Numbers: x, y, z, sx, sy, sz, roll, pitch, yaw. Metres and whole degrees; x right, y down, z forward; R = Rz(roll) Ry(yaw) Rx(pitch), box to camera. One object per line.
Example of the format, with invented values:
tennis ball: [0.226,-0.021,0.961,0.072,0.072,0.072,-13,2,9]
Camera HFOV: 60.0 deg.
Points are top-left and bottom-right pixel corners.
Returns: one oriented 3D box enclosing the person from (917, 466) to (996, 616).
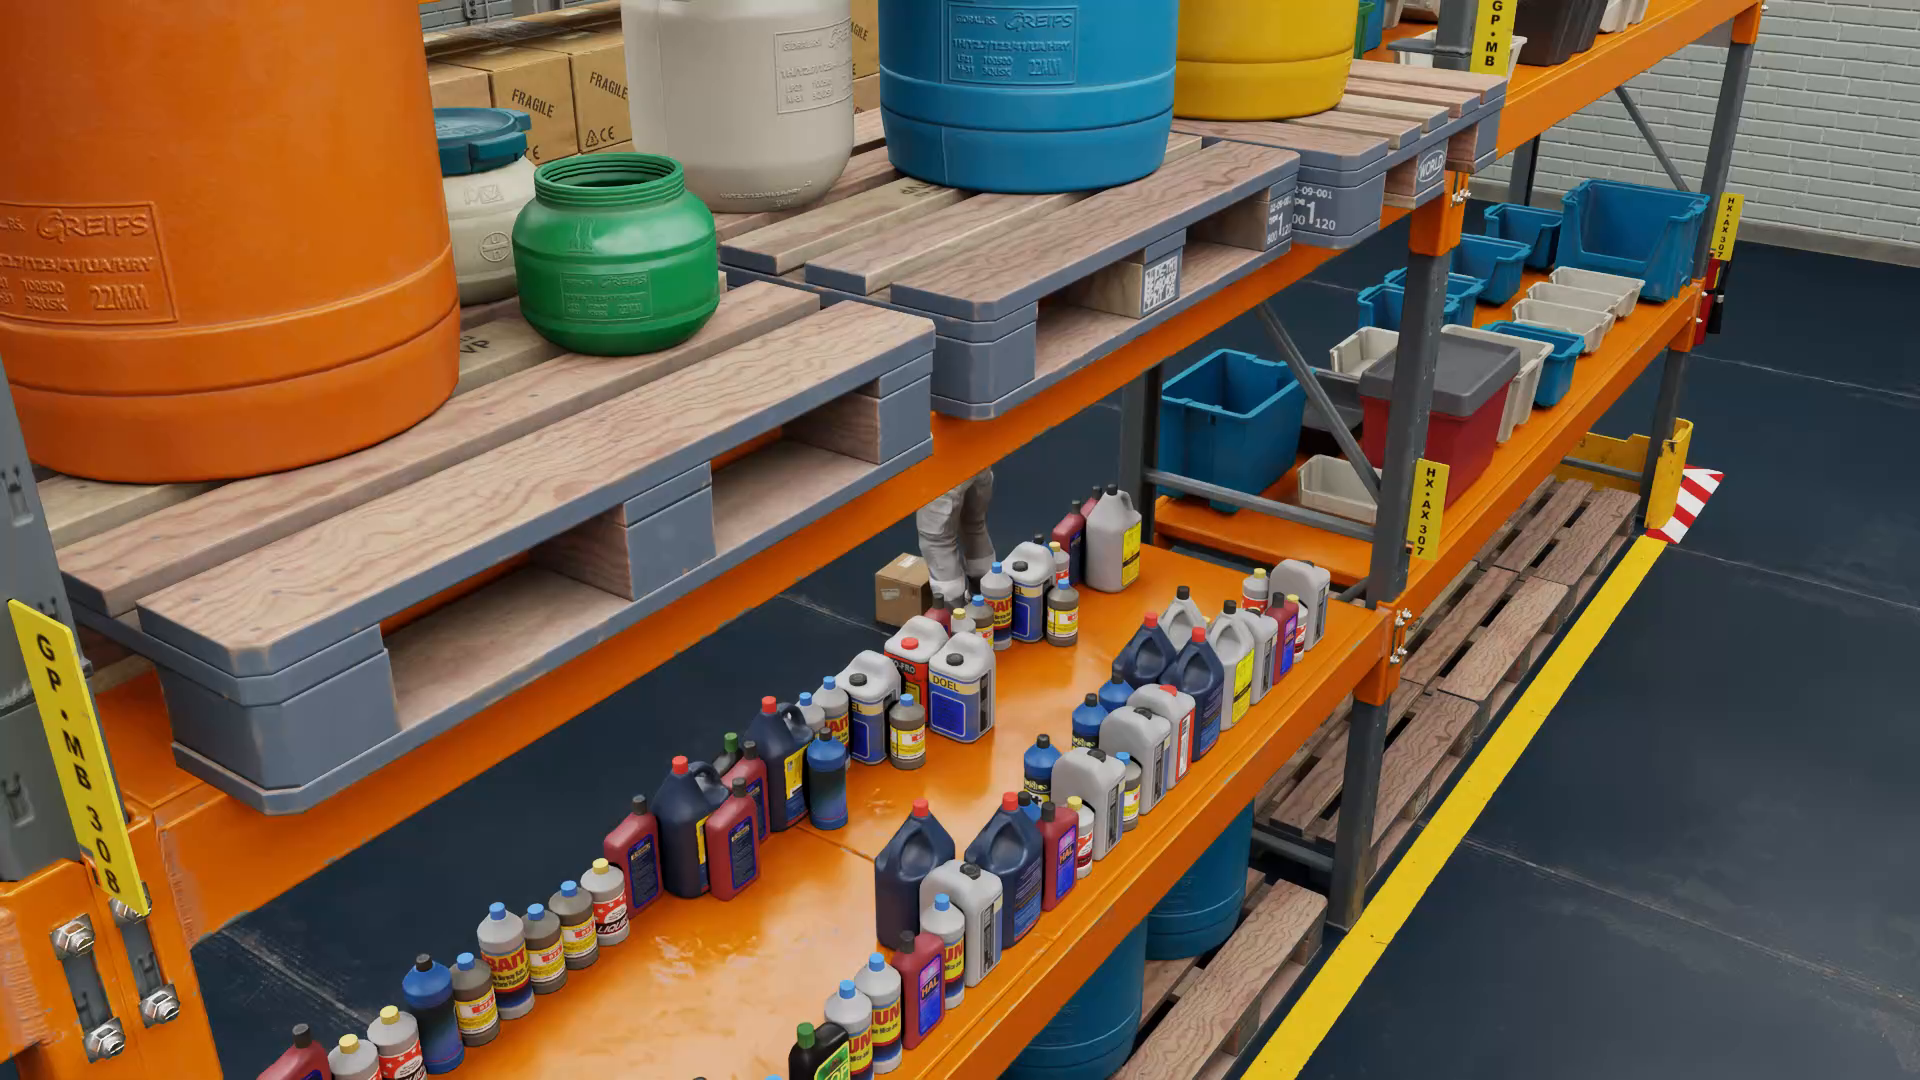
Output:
person: [-0.040,-0.377,7.349,0.454,1.779,0.609,17,31,30]
